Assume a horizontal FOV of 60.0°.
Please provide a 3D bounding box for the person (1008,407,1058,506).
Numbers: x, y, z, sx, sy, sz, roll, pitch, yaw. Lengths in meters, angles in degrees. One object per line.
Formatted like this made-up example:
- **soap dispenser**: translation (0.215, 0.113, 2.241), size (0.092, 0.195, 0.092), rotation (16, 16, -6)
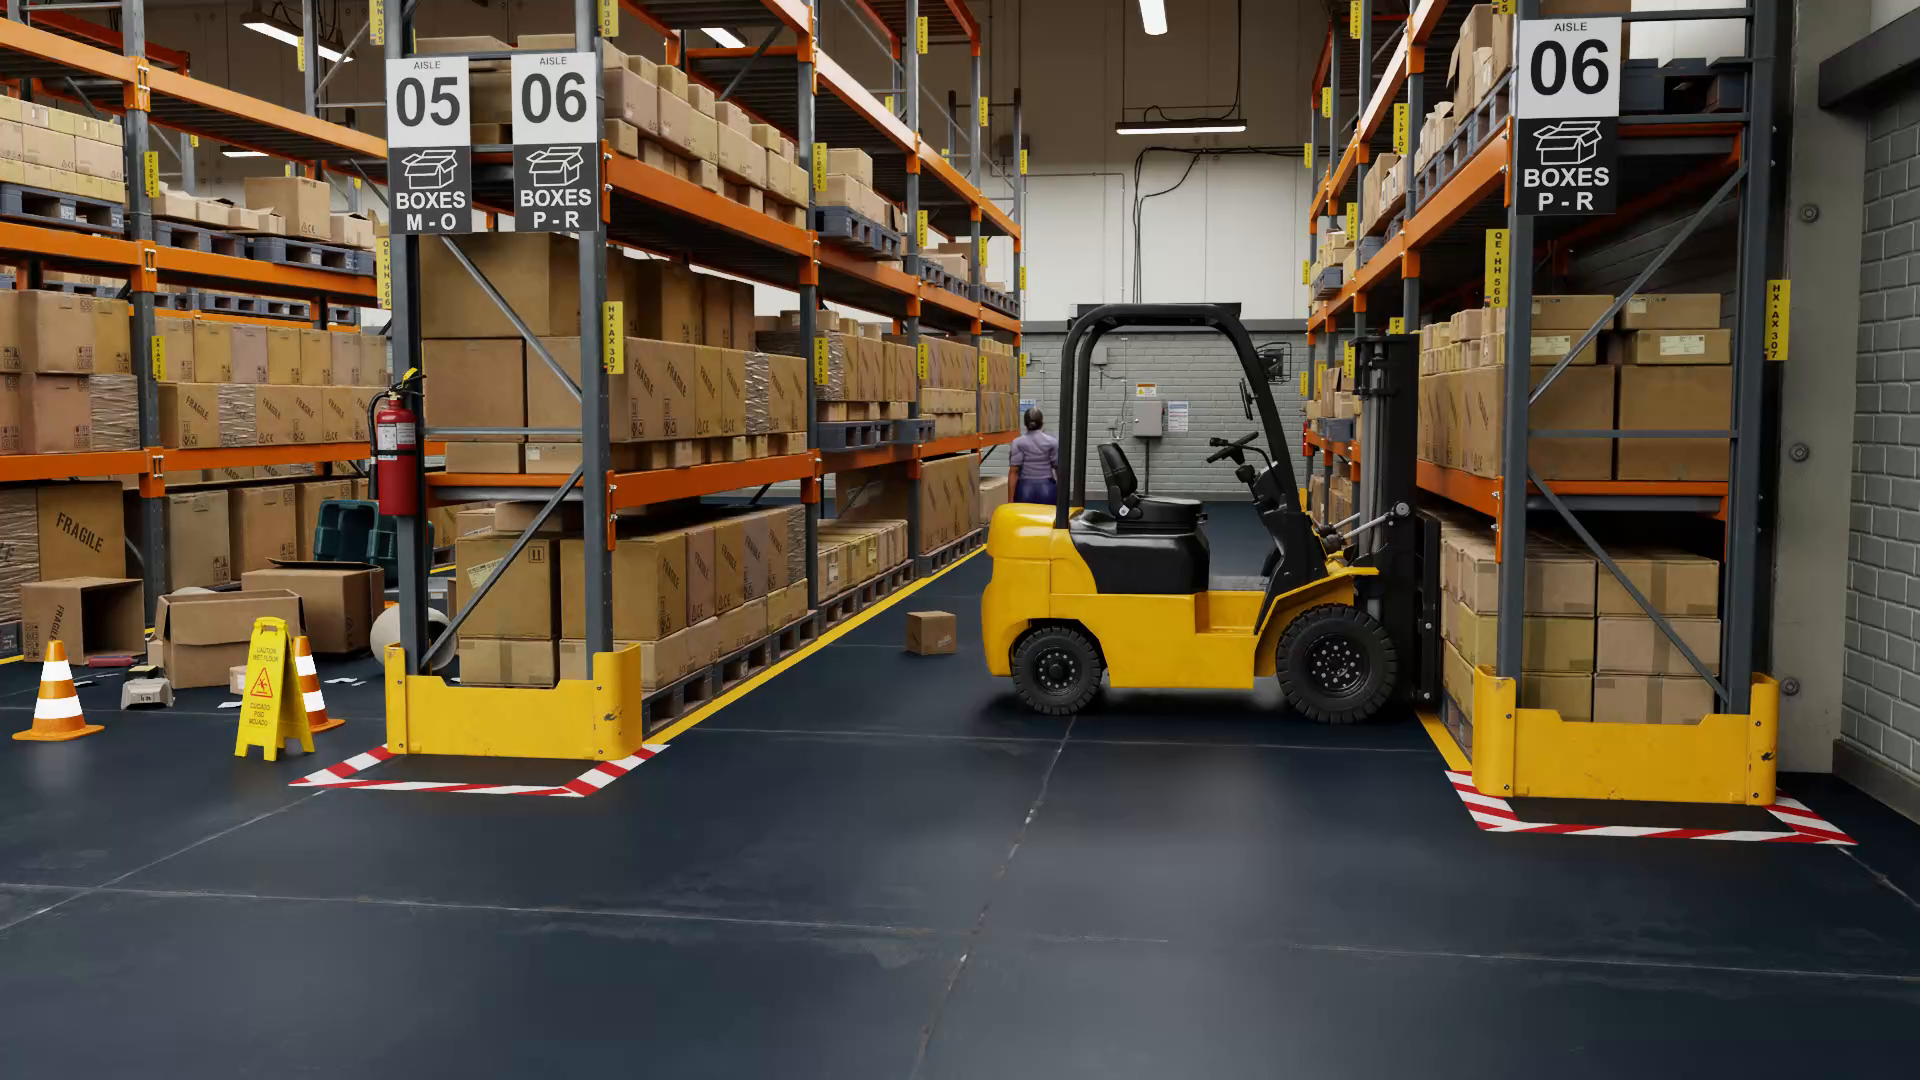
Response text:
- **person**: translation (0.677, -0.375, 14.651), size (0.499, 1.591, 0.997), rotation (0, 5, 5)
